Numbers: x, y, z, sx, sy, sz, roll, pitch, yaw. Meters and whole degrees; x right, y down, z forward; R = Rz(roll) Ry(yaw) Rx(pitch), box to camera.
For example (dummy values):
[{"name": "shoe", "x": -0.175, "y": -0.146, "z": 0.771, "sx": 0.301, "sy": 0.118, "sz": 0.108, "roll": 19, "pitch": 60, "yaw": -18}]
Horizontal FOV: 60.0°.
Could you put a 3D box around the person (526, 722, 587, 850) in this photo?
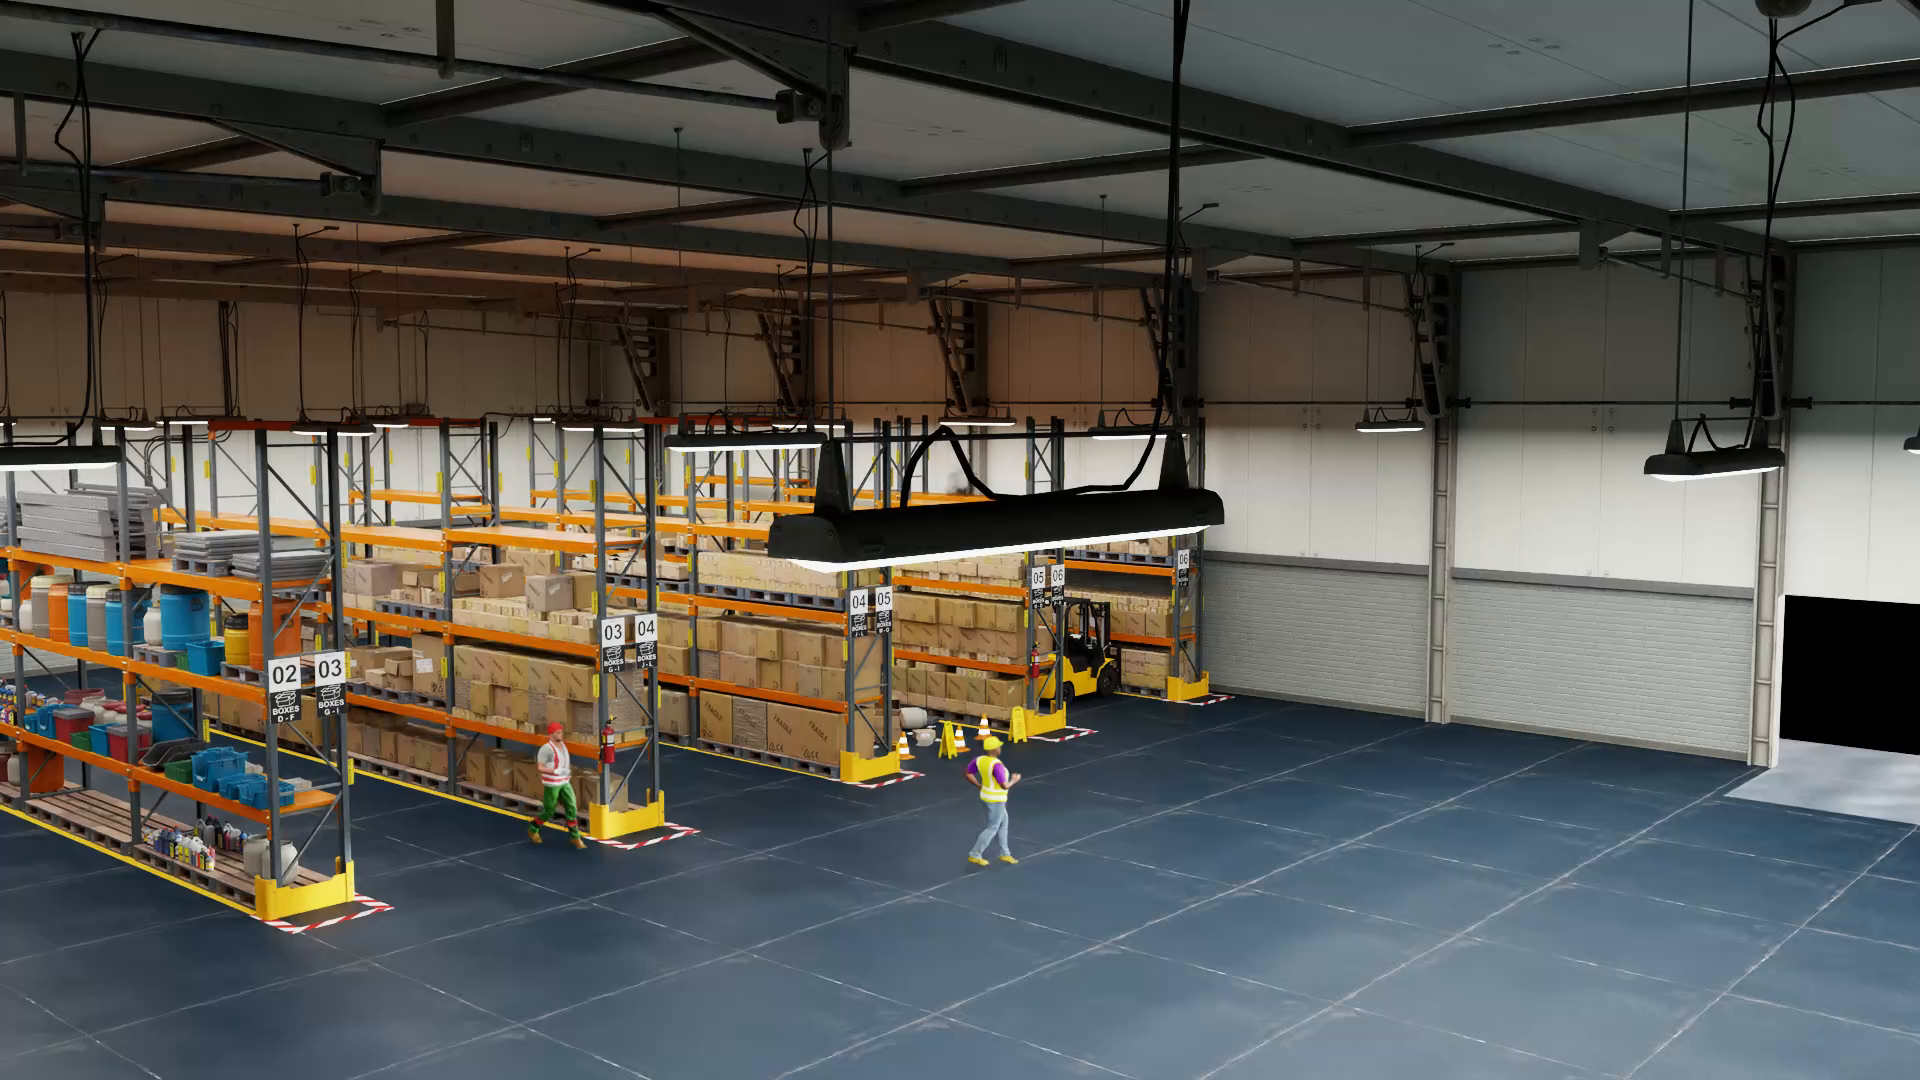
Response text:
[{"name": "person", "x": -5.741, "y": 3.475, "z": 23.545, "sx": 0.909, "sy": 1.826, "sz": 0.699, "roll": 2, "pitch": 5, "yaw": 26}]

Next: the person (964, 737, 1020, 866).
[{"name": "person", "x": 0.458, "y": 3.559, "z": 22.536, "sx": 0.802, "sy": 1.809, "sz": 0.684, "roll": -2, "pitch": 5, "yaw": -24}]
